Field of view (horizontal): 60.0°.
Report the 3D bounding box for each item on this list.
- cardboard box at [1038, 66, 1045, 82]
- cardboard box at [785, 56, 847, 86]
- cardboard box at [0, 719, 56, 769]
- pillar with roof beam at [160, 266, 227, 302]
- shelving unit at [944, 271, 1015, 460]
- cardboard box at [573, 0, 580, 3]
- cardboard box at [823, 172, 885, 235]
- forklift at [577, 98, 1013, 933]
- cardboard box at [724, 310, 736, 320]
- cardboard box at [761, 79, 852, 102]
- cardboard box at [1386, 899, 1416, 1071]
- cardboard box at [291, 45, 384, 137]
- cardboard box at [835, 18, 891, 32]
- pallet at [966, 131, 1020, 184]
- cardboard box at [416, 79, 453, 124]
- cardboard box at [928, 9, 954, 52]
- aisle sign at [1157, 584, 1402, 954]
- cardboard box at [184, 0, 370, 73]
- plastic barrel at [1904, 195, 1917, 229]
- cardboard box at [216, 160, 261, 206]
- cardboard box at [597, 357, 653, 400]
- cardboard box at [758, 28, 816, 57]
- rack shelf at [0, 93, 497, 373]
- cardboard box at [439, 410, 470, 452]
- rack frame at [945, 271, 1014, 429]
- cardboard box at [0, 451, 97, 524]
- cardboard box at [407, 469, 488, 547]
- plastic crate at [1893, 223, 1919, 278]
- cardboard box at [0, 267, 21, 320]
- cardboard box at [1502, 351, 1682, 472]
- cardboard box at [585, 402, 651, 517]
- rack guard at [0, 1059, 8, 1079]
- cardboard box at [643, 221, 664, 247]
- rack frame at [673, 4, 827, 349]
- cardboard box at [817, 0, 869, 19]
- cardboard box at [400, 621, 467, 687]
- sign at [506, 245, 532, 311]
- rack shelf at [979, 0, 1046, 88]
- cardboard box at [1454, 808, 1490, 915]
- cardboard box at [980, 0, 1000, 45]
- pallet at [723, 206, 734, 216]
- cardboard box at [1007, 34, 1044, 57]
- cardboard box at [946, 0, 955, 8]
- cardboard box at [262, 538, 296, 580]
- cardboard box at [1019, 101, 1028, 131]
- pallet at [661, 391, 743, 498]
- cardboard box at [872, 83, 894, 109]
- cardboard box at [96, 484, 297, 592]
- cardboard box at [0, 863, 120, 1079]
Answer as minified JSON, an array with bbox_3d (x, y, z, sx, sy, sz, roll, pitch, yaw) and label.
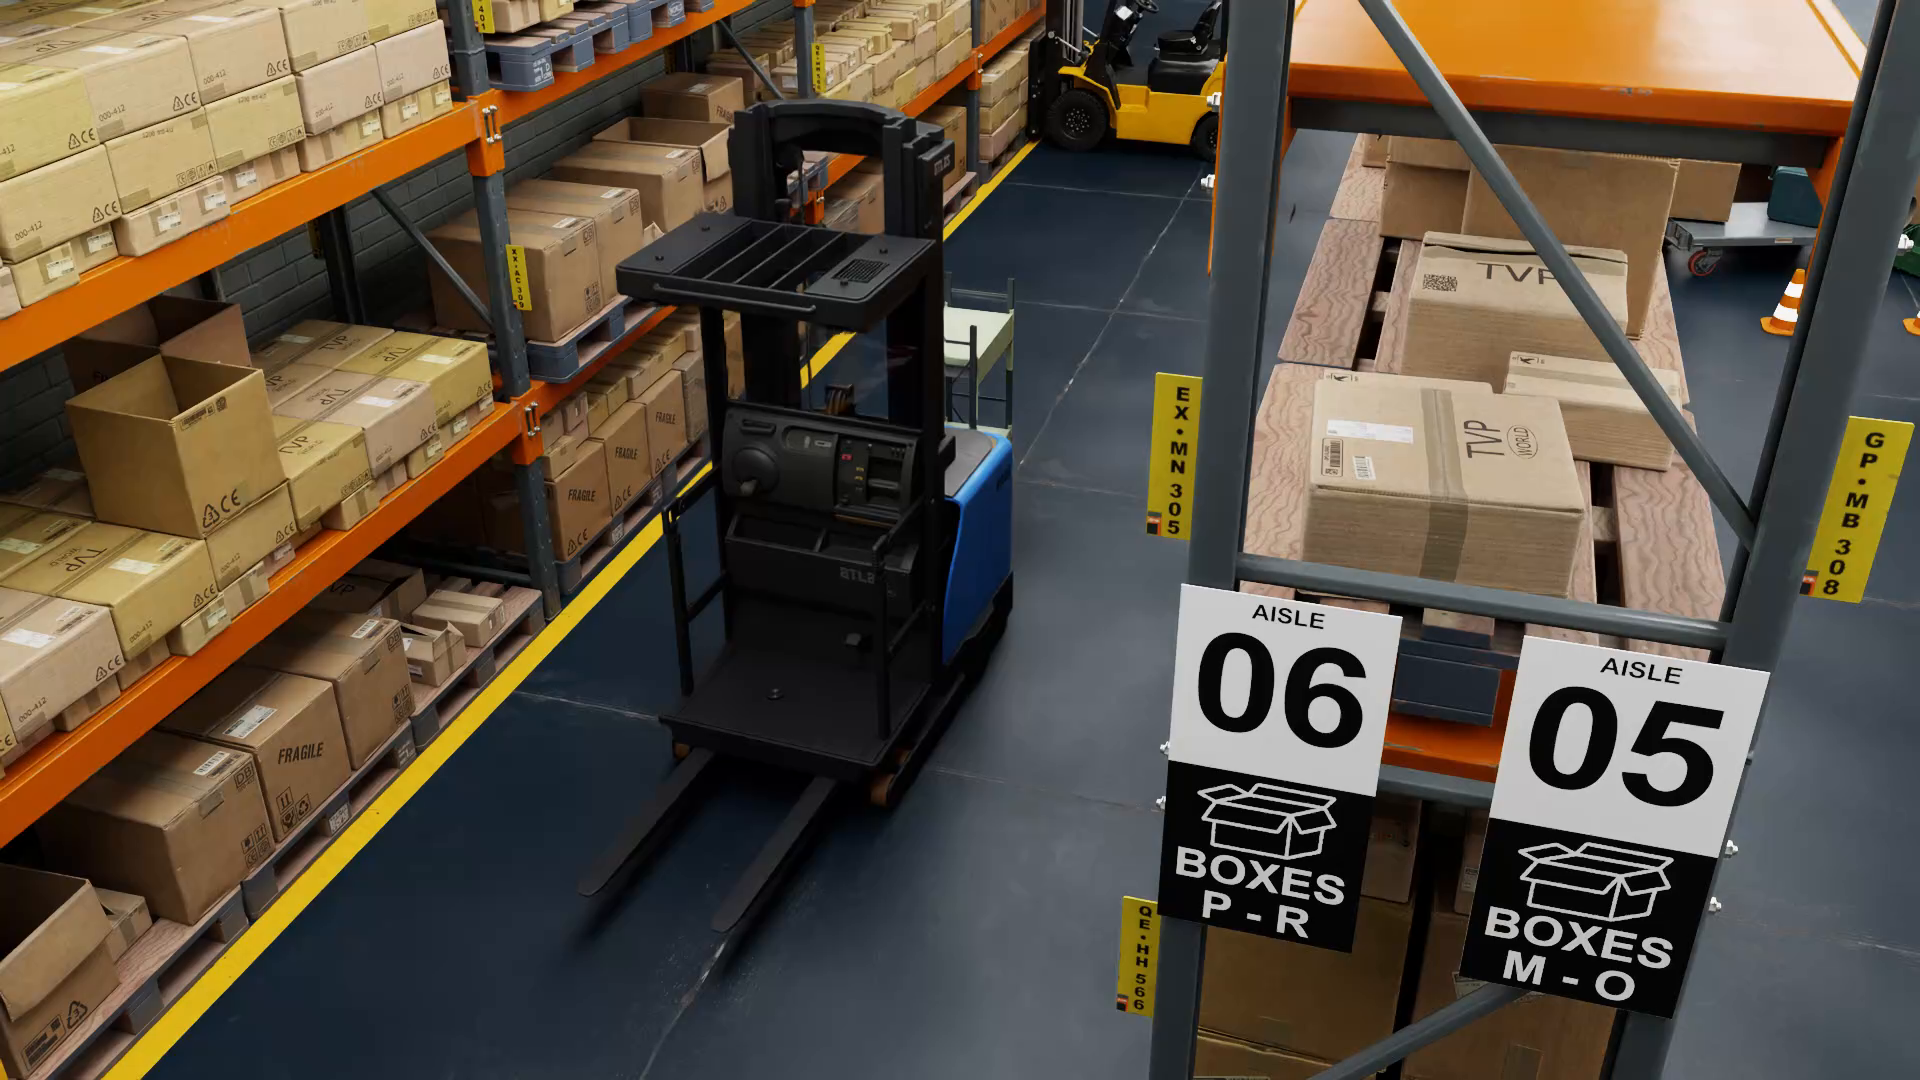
[{"bbox_3d":[0.577,-4.765,17.113,0.500,0.250,0.500,8,30,15],"label":"cardboard box"},{"bbox_3d":[-1.036,-3.382,11.974,0.380,0.149,0.250,9,30,16],"label":"cardboard box"},{"bbox_3d":[-3.403,0.638,5.777,0.380,0.149,0.250,8,30,14],"label":"cardboard box"},{"bbox_3d":[0.387,-2.778,5.487,9.100,9.000,0.400,8,30,15],"label":"pillar with roof beam"},{"bbox_3d":[0.002,-0.659,9.391,0.431,1.500,0.755,8,30,15],"label":"shelving unit"},{"bbox_3d":[-2.104,-2.723,8.197,0.380,0.149,0.250,9,30,15],"label":"cardboard box"},{"bbox_3d":[-1.107,-2.563,13.282,0.875,0.625,0.625,9,30,17],"label":"cardboard box"},{"bbox_3d":[-0.708,-0.291,7.258,1.130,2.935,3.031,10,31,18],"label":"forklift"},{"bbox_3d":[-1.682,-1.570,10.959,0.380,0.149,0.250,9,30,16],"label":"cardboard box"},{"bbox_3d":[-1.100,-3.145,11.958,0.500,0.250,0.500,8,30,15],"label":"cardboard box"},{"bbox_3d":[1.447,1.135,4.521,0.500,0.500,0.500,8,30,14],"label":"cardboard box"},{"bbox_3d":[-2.707,-1.838,6.731,0.500,0.250,0.500,7,30,13],"label":"cardboard box"},{"bbox_3d":[-0.760,-3.994,13.074,0.380,0.149,0.250,8,30,15],"label":"cardboard box"},{"bbox_3d":[-0.040,-3.829,16.415,1.003,0.211,1.213,8,30,15],"label":"pallet"},{"bbox_3d":[-2.485,-1.957,7.356,0.380,0.149,0.250,8,30,15],"label":"cardboard box"},{"bbox_3d":[-0.358,-4.332,14.091,0.500,0.250,0.500,8,30,14],"label":"cardboard box"},{"bbox_3d":[0.593,0.453,3.176,0.394,0.787,0.004,8,30,15],"label":"aisle sign"},{"bbox_3d":[-2.721,-2.053,6.604,0.500,0.250,0.500,8,30,14],"label":"cardboard box"},{"bbox_3d":[8.061,-2.938,14.595,0.421,0.421,0.512,-17,34,-28],"label":"plastic barrel"},{"bbox_3d":[-2.898,-1.369,6.298,0.380,0.149,0.250,9,30,15],"label":"cardboard box"},{"bbox_3d":[-2.054,-0.970,9.880,0.380,0.149,0.250,8,30,15],"label":"cardboard box"},{"bbox_3d":[-1.325,-3.815,12.753,0.380,0.149,0.250,8,30,15],"label":"cardboard box"},{"bbox_3d":[-3.249,-1.033,6.175,1.077,0.370,4.000,8,30,15],"label":"rack shelf"},{"bbox_3d":[-2.570,-0.548,7.907,0.380,0.149,0.250,9,30,16],"label":"cardboard box"},{"bbox_3d":[0.109,-0.829,9.697,0.400,1.500,0.023,8,30,15],"label":"rack frame"},{"bbox_3d":[-3.499,-0.135,6.755,0.500,0.250,0.500,8,30,15],"label":"cardboard box"},{"bbox_3d":[-2.801,-0.327,9.392,0.500,0.500,0.500,8,30,15],"label":"cardboard box"},{"bbox_3d":[7.993,-2.382,13.779,0.662,0.188,0.450,-24,47,-37],"label":"plastic crate"},{"bbox_3d":[-3.205,-0.766,5.215,0.380,0.149,0.250,9,30,16],"label":"cardboard box"},{"bbox_3d":[1.449,-0.301,3.844,0.380,0.149,0.250,10,30,17],"label":"cardboard box"},{"bbox_3d":[-2.158,-0.498,9.700,0.500,0.500,0.500,8,30,14],"label":"cardboard box"},{"bbox_3d":[-3.814,1.950,5.730,1.175,0.500,0.348,8,30,15],"label":"rack guard"},{"bbox_3d":[-1.887,-1.681,9.393,0.396,0.266,0.258,10,31,17],"label":"cardboard box"},{"bbox_3d":[-1.488,-2.825,11.742,1.000,3.000,0.127,8,30,15],"label":"rack frame"},{"bbox_3d":[-0.978,-4.411,13.824,0.380,0.149,0.250,8,30,15],"label":"cardboard box"},{"bbox_3d":[-2.650,0.512,8.124,0.396,0.266,0.258,10,30,17],"label":"cardboard box"},{"bbox_3d":[-2.141,-1.270,8.057,0.100,0.325,0.005,8,30,15],"label":"sign"},{"bbox_3d":[0.273,-5.298,16.929,1.077,0.370,4.000,8,30,15],"label":"rack shelf"},{"bbox_3d":[1.279,0.710,3.589,0.380,0.149,0.250,9,30,16],"label":"cardboard box"},{"bbox_3d":[0.066,-4.896,15.363,0.500,0.500,0.500,8,30,13],"label":"cardboard box"},{"bbox_3d":[-2.054,-1.836,10.163,1.003,0.211,1.213,8,30,15],"label":"pallet"},{"bbox_3d":[0.584,-4.994,17.010,0.500,0.250,0.500,8,30,14],"label":"cardboard box"},{"bbox_3d":[-0.260,-4.698,14.339,0.380,0.149,0.250,8,30,14],"label":"cardboard box"},{"bbox_3d":[-2.984,0.043,6.846,0.380,0.149,0.250,8,30,15],"label":"cardboard box"},{"bbox_3d":[0.415,-4.322,16.830,0.500,0.250,0.500,9,30,16],"label":"cardboard box"},{"bbox_3d":[-2.103,-0.699,10.790,1.003,0.211,1.213,8,30,15],"label":"pallet"},{"bbox_3d":[-0.827,-3.404,12.937,0.500,0.250,0.500,8,30,13],"label":"cardboard box"},{"bbox_3d":[-3.022,-0.055,6.611,0.500,0.250,0.500,8,30,14],"label":"cardboard box"},{"bbox_3d":[-3.566,1.530,6.050,0.797,0.503,0.637,7,30,13],"label":"cardboard box"}]
